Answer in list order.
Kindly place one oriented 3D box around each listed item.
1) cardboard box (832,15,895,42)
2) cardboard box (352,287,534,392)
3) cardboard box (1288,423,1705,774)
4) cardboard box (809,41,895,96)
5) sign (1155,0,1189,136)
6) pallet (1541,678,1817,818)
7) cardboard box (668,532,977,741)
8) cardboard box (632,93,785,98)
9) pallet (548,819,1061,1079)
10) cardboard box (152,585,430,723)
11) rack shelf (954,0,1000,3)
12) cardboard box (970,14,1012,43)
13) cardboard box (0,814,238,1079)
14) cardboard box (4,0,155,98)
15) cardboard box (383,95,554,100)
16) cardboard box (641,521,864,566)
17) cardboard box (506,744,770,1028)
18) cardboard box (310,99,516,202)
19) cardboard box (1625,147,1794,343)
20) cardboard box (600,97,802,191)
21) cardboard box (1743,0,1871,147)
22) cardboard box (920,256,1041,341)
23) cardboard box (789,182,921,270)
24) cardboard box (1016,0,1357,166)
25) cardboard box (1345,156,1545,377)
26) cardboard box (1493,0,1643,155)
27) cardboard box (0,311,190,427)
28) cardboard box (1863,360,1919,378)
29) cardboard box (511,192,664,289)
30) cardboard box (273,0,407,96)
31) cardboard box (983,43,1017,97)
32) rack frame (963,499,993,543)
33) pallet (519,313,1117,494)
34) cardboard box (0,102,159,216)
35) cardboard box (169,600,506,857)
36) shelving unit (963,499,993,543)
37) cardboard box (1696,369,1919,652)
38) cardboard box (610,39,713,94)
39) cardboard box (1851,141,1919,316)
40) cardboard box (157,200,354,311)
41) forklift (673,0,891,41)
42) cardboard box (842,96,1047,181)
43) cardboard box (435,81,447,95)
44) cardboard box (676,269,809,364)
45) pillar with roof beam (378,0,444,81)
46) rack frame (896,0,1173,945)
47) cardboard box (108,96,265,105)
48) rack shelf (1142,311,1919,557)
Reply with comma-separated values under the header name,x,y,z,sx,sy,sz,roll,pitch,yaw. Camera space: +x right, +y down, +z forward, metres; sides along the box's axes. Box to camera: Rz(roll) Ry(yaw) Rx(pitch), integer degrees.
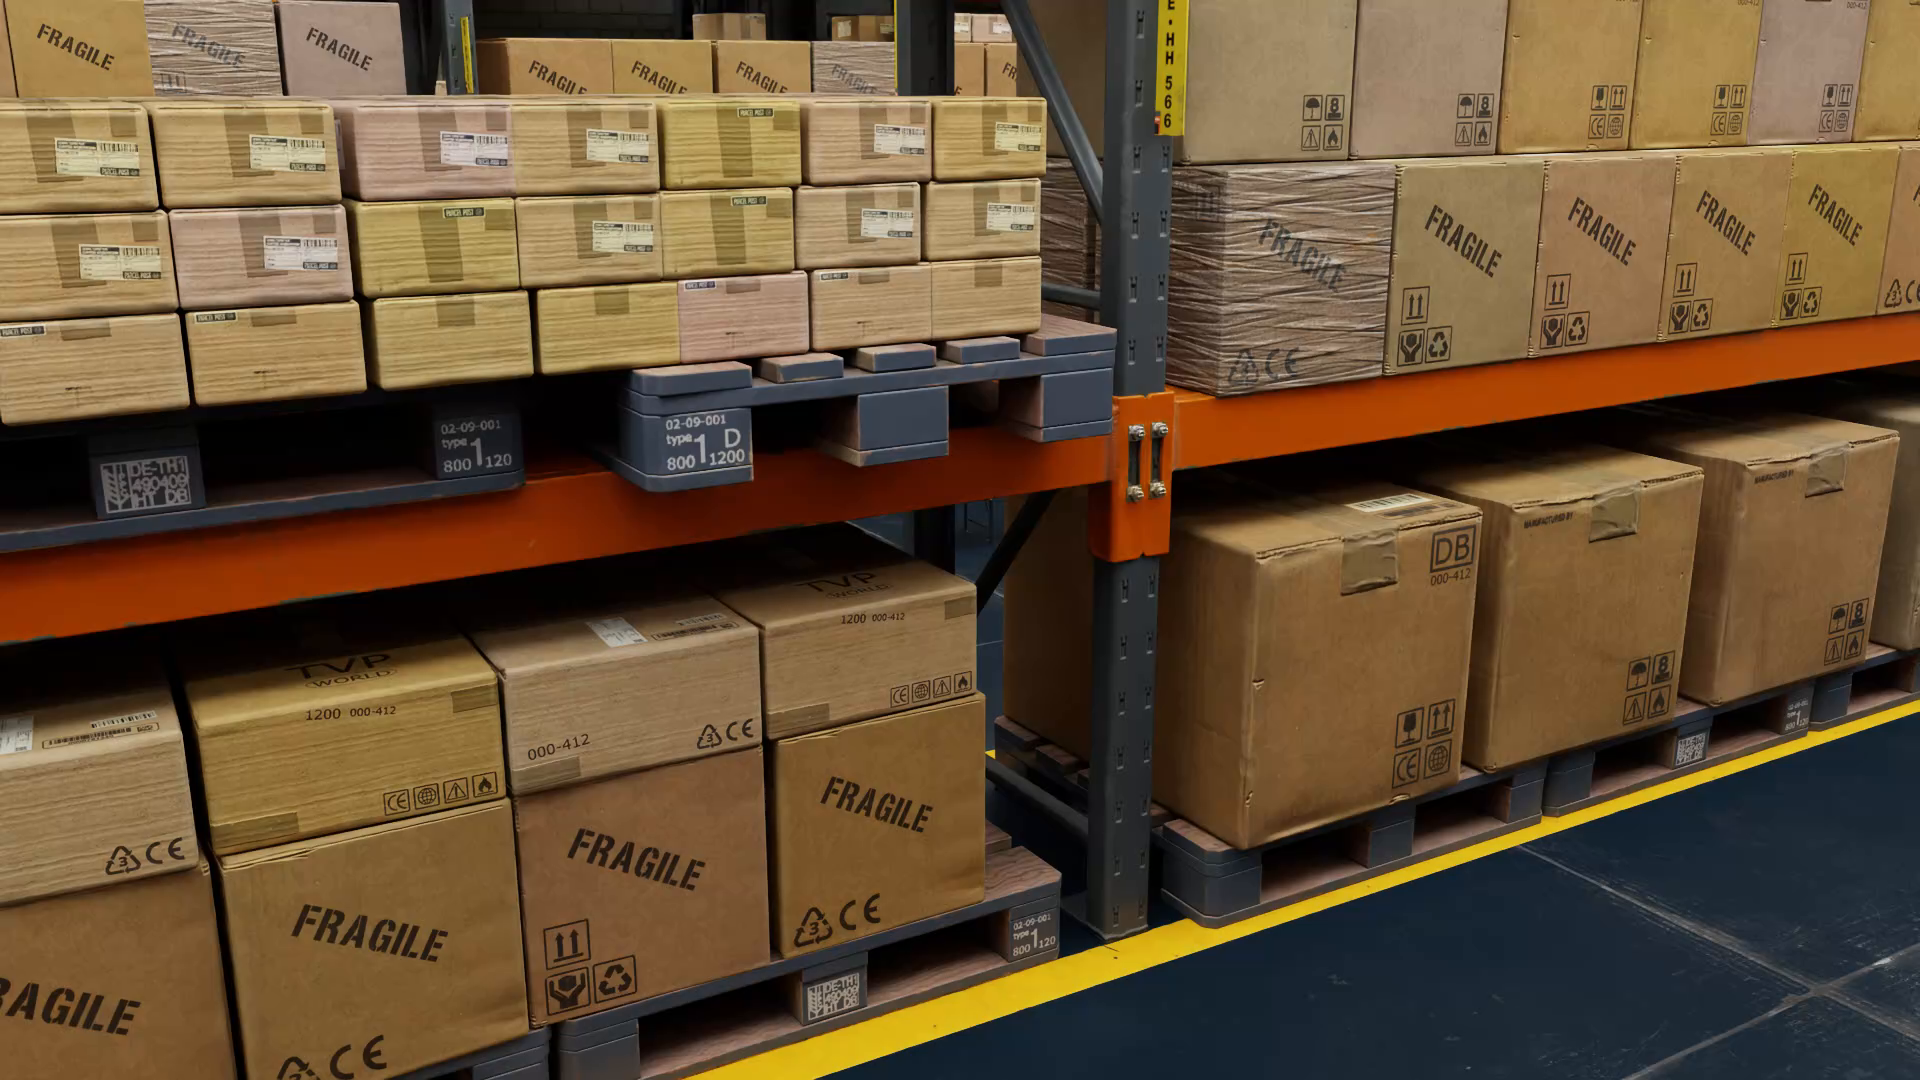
name,x,y,z,sx,sy,sz,roll,pitch,yaw
cardboard box,-0.525,-2.838,9.260,0.250,0.149,0.380,-8,18,-27
cardboard box,-0.920,-0.368,2.852,0.250,0.149,0.380,-10,19,-32
cardboard box,1.461,0.092,4.915,0.750,0.750,1.050,-9,18,-29
cardboard box,-0.658,-2.354,8.736,0.500,0.500,0.500,-10,19,-32
sign,0.433,-0.998,3.415,0.005,0.325,0.100,-9,18,-30
pallet,1.905,0.479,5.310,1.213,0.211,1.003,-9,18,-30
cardboard box,-0.306,0.193,3.628,0.500,0.250,0.500,-10,18,-31
cardboard box,-0.579,-0.913,3.696,0.250,0.149,0.380,-10,18,-31
pallet,-0.525,0.848,3.994,1.213,0.211,1.003,-9,18,-30
cardboard box,-1.436,0.213,3.555,0.500,0.250,0.500,-9,18,-29
rack shelf,0.093,-4.814,14.802,4.000,0.370,1.077,-9,18,-30
cardboard box,0.075,-2.781,9.057,0.250,0.149,0.380,-10,18,-31
cardboard box,-1.619,0.763,2.983,0.500,0.500,0.500,-9,18,-29
cardboard box,-3.664,-1.991,6.917,0.500,0.500,0.500,-9,18,-30
cardboard box,-1.019,-0.844,3.447,0.250,0.149,0.380,-10,19,-32
cardboard box,-0.570,0.077,4.042,0.500,0.250,0.500,-10,19,-32
cardboard box,-0.731,0.622,3.488,0.500,0.500,0.500,-8,18,-27
cardboard box,-0.916,-0.656,2.777,0.250,0.149,0.380,-9,18,-30
cardboard box,1.964,-0.861,4.740,0.500,0.500,0.500,-9,18,-30
cardboard box,-0.480,-0.726,3.027,0.250,0.149,0.380,-9,18,-28
cardboard box,2.278,-1.476,5.081,0.500,0.500,0.700,-9,18,-29
cardboard box,-0.041,-0.509,3.357,0.250,0.149,0.380,-9,18,-29
cardboard box,-0.271,-0.616,3.187,0.250,0.149,0.380,-8,18,-28
cardboard box,0.535,-1.193,4.070,0.500,0.500,0.700,-9,18,-30
cardboard box,1.104,-0.723,4.245,0.500,0.500,0.500,-9,18,-30
cardboard box,1.407,-1.335,4.578,0.500,0.500,0.700,-10,18,-31
cardboard box,-1.375,-0.294,2.588,0.250,0.149,0.380,-10,19,-32
cardboard box,4.149,-0.410,6.472,0.875,0.875,0.875,-9,18,-29
cardboard box,-0.710,-0.544,2.930,0.250,0.149,0.380,-9,18,-30
cardboard box,-2.799,-2.132,7.419,0.500,0.500,0.500,-10,18,-31
cardboard box,0.236,-2.497,9.247,0.500,0.500,0.500,-9,18,-29
rack frame,0.080,-0.446,7.335,0.006,0.900,0.240,-9,18,-30
pallet,-0.411,-0.387,3.589,1.003,0.211,1.213,-9,18,-30
cardboard box,-1.372,-0.581,2.512,0.250,0.149,0.380,-9,18,-28
cardboard box,-1.177,0.333,3.130,0.500,0.250,0.500,-9,18,-28
shelving unit,-0.007,-0.432,7.284,0.210,0.900,0.258,-9,18,-30
cardboard box,3.088,-0.171,5.853,0.750,0.750,1.050,-9,18,-30
cardboard box,-1.543,-2.211,8.226,0.500,0.500,0.500,-8,18,-27
cardboard box,2.831,-1.003,5.244,0.500,0.500,0.500,-9,18,-30
cardboard box,-1.148,-0.474,2.679,0.250,0.149,0.380,-9,18,-28
forklift,-1.164,-2.731,11.721,1.130,2.935,3.031,13,20,38
cardboard box,-0.039,-0.797,3.280,0.250,0.149,0.380,-10,19,-32
cardboard box,-3.972,-3.337,12.371,0.250,0.149,0.380,-9,18,-29
cardboard box,-0.475,-0.440,3.108,0.250,0.149,0.380,-9,18,-29
pillar with roof beam,-2.180,-5.165,9.162,0.400,9.000,9.100,-9,18,-30
rack frame,0.145,-0.603,4.004,0.127,3.000,1.000,-9,18,-30
cardboard box,-1.476,-0.768,3.179,0.250,0.149,0.380,-9,18,-28
rack shelf,1.860,-0.535,5.093,4.000,0.370,1.077,-9,18,-30
